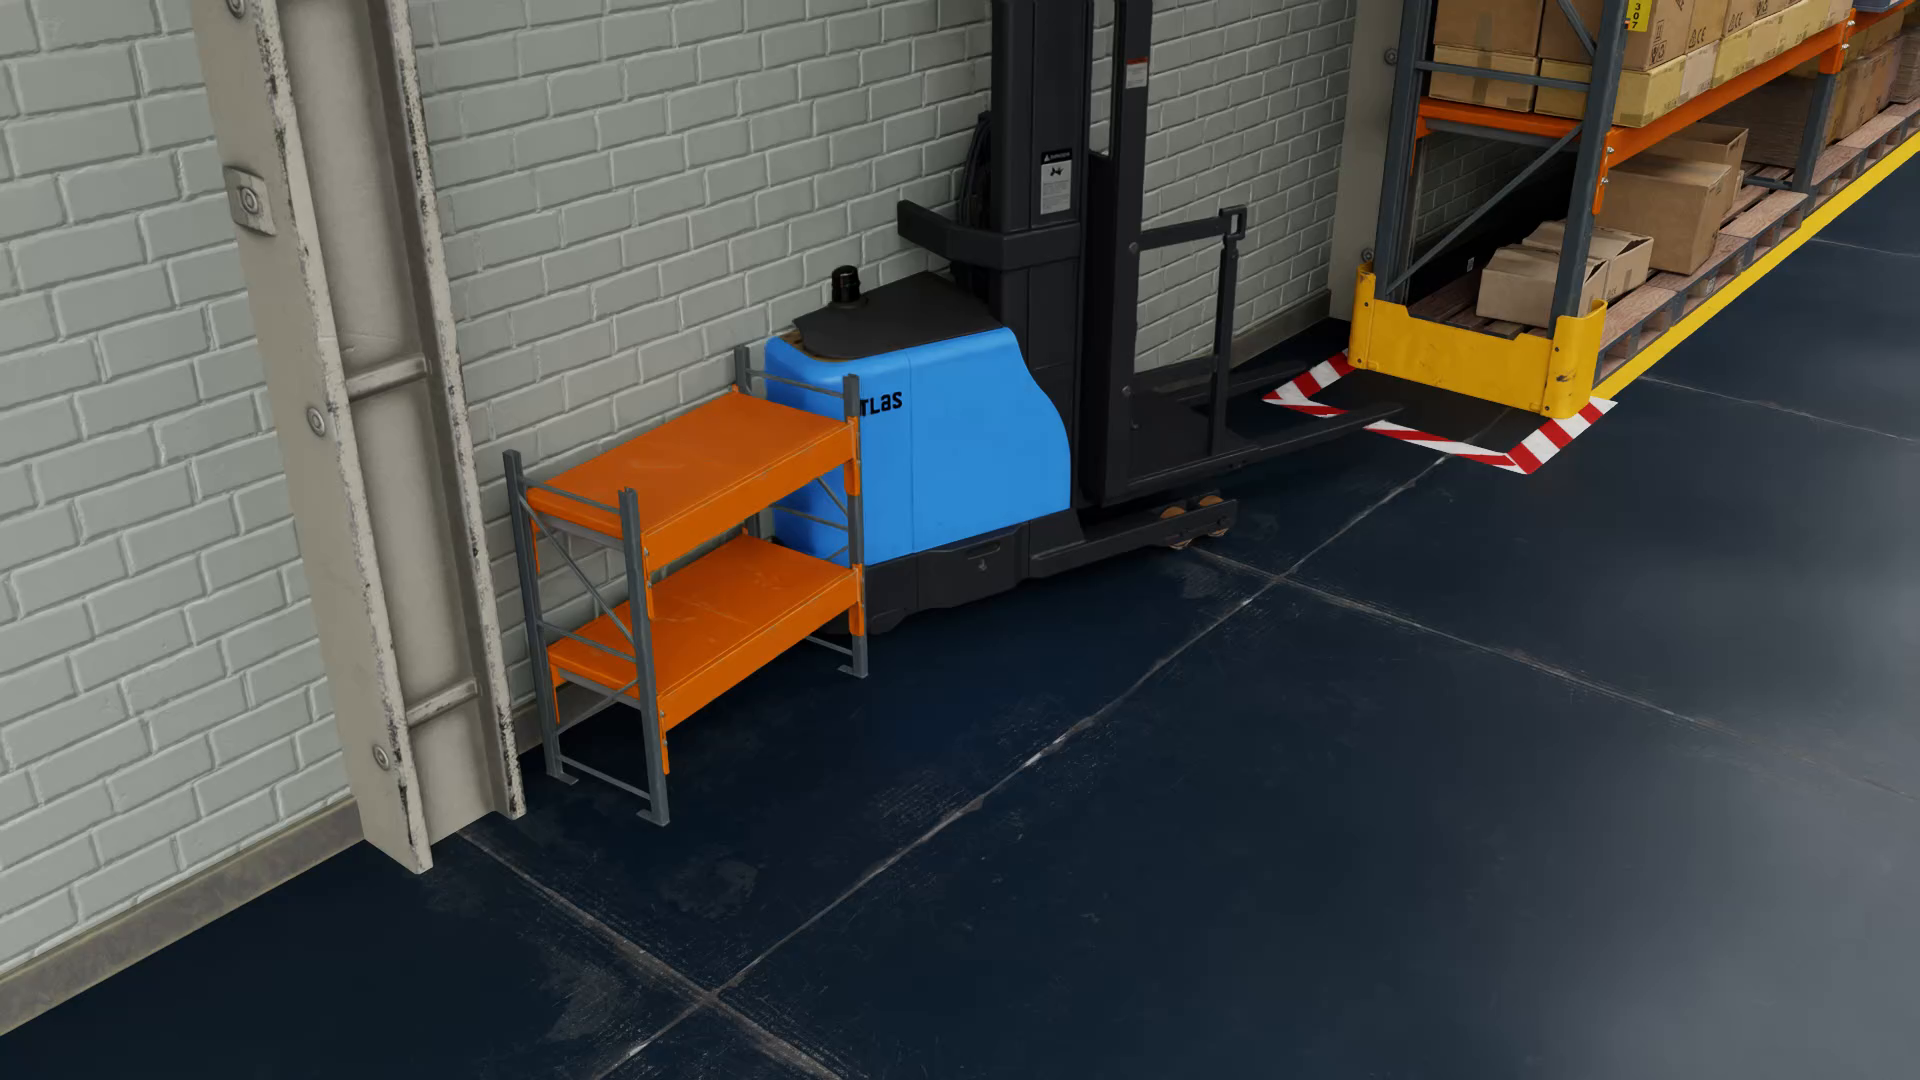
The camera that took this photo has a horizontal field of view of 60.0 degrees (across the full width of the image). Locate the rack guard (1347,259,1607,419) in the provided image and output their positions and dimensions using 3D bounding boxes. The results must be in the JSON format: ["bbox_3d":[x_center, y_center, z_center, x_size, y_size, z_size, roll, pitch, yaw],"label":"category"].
[{"bbox_3d":[2.510,-1.012,8.162,1.175,0.500,0.348,21,34,34],"label":"rack guard"}]

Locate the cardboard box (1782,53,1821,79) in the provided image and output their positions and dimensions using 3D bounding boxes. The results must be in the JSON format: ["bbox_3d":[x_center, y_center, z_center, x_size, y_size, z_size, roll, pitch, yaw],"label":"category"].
[{"bbox_3d":[5.739,-3.354,11.395,0.500,0.250,0.500,20,33,33],"label":"cardboard box"}]

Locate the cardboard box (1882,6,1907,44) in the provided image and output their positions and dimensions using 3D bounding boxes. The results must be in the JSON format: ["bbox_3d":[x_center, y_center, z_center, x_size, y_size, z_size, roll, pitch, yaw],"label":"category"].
[{"bbox_3d":[6.722,-3.895,12.441,0.500,0.250,0.500,21,34,35],"label":"cardboard box"}]

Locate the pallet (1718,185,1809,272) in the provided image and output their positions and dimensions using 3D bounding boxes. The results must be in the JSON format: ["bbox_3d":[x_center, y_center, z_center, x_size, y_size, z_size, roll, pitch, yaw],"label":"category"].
[{"bbox_3d":[4.606,-2.026,10.437,1.003,0.211,1.213,21,34,34],"label":"pallet"}]

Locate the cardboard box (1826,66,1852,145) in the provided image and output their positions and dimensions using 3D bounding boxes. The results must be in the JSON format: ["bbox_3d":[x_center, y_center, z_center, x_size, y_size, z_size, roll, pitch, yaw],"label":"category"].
[{"bbox_3d":[5.752,-3.062,11.646,0.700,0.500,0.500,20,33,33],"label":"cardboard box"}]

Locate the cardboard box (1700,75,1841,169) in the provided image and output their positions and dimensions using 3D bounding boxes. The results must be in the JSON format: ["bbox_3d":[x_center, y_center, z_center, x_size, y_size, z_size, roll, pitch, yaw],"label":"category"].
[{"bbox_3d":[5.462,-2.864,11.264,0.700,0.500,0.500,22,35,36],"label":"cardboard box"}]

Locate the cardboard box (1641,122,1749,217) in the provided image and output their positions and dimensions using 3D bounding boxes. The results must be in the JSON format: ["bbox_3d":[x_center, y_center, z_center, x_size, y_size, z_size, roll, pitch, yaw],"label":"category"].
[{"bbox_3d":[4.377,-2.219,10.016,0.500,0.500,0.500,18,32,31],"label":"cardboard box"}]

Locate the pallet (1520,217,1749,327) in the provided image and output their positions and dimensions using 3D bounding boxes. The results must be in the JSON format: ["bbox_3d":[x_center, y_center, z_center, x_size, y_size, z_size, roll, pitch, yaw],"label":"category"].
[{"bbox_3d":[3.831,-1.592,9.597,1.003,0.211,1.213,21,34,34],"label":"pallet"}]

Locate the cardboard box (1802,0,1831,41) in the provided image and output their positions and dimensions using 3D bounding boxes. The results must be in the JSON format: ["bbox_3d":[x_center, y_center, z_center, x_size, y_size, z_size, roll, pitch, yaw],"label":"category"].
[{"bbox_3d":[4.616,-3.025,9.474,0.500,0.250,0.500,21,34,35],"label":"cardboard box"}]

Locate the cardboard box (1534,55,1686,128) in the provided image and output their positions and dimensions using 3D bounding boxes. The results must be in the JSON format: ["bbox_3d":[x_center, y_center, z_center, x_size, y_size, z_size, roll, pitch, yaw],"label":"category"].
[{"bbox_3d":[3.018,-2.117,7.720,0.500,0.250,0.500,20,33,33],"label":"cardboard box"}]

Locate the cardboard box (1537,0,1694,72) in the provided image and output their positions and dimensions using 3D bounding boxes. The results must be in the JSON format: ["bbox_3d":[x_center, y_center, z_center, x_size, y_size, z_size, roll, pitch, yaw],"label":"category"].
[{"bbox_3d":[2.998,-2.452,7.550,0.500,0.500,0.500,21,34,34],"label":"cardboard box"}]

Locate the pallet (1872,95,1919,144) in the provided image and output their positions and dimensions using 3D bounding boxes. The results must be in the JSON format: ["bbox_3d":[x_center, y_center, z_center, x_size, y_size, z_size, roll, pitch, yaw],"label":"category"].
[{"bbox_3d":[7.052,-3.416,13.124,1.003,0.211,1.213,21,34,34],"label":"pallet"}]

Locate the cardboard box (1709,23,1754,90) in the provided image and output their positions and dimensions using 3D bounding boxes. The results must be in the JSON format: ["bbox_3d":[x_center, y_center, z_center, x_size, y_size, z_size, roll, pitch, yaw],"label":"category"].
[{"bbox_3d":[3.665,-2.485,8.430,0.500,0.250,0.500,20,34,34],"label":"cardboard box"}]

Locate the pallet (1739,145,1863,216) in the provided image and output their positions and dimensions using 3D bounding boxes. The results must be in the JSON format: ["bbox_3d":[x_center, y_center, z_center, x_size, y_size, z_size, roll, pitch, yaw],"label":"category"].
[{"bbox_3d":[5.500,-2.551,11.452,1.003,0.211,1.213,21,34,34],"label":"pallet"}]

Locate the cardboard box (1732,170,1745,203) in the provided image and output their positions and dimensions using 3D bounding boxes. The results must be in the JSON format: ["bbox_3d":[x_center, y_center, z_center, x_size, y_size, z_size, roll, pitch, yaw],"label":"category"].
[{"bbox_3d":[4.689,-2.252,10.443,0.380,0.166,0.250,16,31,28],"label":"cardboard box"}]

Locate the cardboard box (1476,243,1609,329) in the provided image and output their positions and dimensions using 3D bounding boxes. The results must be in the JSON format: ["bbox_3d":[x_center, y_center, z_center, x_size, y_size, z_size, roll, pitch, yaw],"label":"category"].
[{"bbox_3d":[2.972,-1.315,8.475,0.500,0.311,0.500,17,32,29],"label":"cardboard box"}]

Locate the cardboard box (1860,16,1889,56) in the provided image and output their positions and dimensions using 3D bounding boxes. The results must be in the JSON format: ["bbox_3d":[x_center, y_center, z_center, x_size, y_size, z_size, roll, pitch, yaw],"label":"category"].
[{"bbox_3d":[6.399,-3.712,12.085,0.500,0.250,0.500,21,34,34],"label":"cardboard box"}]

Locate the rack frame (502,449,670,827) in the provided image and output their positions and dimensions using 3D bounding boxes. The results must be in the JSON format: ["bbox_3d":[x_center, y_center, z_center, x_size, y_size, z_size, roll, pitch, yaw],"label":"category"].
[{"bbox_3d":[-1.103,0.305,4.936,0.500,1.125,0.032,17,32,30],"label":"rack frame"}]

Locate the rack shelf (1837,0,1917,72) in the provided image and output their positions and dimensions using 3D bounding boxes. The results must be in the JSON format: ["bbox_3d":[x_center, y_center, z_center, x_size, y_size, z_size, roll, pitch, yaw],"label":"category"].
[{"bbox_3d":[6.279,-3.903,11.813,1.077,0.370,4.000,21,34,34],"label":"rack shelf"}]

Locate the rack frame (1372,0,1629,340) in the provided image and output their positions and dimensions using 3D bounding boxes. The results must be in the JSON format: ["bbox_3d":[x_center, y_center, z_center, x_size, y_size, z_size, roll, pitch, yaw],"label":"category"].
[{"bbox_3d":[2.462,-2.095,7.535,1.000,3.000,0.127,21,34,34],"label":"rack frame"}]

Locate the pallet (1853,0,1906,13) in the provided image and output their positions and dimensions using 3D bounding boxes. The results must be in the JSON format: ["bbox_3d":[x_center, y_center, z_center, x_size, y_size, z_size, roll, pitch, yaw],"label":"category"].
[{"bbox_3d":[5.605,-3.656,10.762,1.003,0.211,1.213,21,34,34],"label":"pallet"}]

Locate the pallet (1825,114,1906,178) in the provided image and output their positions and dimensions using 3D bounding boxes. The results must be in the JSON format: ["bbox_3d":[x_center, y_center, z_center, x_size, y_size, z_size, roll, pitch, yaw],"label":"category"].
[{"bbox_3d":[6.276,-2.986,12.292,1.003,0.211,1.213,21,34,34],"label":"pallet"}]

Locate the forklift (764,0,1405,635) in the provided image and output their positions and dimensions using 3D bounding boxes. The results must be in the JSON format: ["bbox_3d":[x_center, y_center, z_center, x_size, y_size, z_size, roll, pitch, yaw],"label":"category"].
[{"bbox_3d":[0.527,-1.455,6.373,3.031,2.935,1.130,-16,31,-28],"label":"forklift"}]

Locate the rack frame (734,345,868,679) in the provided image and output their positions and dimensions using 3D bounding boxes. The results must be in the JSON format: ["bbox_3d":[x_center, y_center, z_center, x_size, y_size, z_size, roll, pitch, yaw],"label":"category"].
[{"bbox_3d":[-0.538,-0.084,5.687,0.500,1.125,0.032,17,32,30],"label":"rack frame"}]

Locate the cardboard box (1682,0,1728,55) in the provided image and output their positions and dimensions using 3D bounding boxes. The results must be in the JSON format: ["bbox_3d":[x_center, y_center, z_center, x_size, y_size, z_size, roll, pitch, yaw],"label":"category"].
[{"bbox_3d":[3.320,-2.624,7.883,0.500,0.500,0.500,21,34,35],"label":"cardboard box"}]

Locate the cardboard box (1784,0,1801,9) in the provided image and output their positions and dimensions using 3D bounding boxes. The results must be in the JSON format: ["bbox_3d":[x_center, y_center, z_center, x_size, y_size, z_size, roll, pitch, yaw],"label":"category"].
[{"bbox_3d":[4.303,-3.177,8.951,0.500,0.500,0.500,20,33,33],"label":"cardboard box"}]

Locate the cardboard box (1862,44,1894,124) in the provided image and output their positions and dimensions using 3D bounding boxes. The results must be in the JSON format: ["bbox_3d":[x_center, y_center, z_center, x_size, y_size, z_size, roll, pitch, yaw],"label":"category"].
[{"bbox_3d":[6.421,-3.413,12.324,0.700,0.500,0.500,21,34,34],"label":"cardboard box"}]

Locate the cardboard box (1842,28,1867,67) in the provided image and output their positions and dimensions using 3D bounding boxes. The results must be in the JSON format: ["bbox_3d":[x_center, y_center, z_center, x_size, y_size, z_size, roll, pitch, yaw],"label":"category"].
[{"bbox_3d":[6.067,-3.540,11.754,0.500,0.250,0.500,20,33,33],"label":"cardboard box"}]

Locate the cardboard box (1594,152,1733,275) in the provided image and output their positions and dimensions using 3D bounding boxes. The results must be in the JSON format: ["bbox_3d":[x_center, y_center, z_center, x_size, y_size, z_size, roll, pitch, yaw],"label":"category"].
[{"bbox_3d":[3.839,-1.847,9.297,0.700,0.500,0.500,18,33,31],"label":"cardboard box"}]

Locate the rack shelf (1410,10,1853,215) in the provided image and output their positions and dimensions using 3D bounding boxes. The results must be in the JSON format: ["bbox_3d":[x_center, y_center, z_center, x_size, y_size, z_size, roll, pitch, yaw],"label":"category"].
[{"bbox_3d":[3.734,-2.485,9.071,1.077,0.370,4.000,21,34,34],"label":"rack shelf"}]

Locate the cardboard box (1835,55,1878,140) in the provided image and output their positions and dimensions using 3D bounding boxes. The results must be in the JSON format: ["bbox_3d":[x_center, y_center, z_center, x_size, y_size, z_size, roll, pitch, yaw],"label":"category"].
[{"bbox_3d":[6.107,-3.231,11.973,0.700,0.500,0.500,21,34,35],"label":"cardboard box"}]

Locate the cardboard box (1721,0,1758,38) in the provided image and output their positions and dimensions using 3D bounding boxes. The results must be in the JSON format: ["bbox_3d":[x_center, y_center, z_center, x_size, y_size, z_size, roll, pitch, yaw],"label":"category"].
[{"bbox_3d":[3.653,-2.805,8.234,0.500,0.500,0.500,19,33,33],"label":"cardboard box"}]

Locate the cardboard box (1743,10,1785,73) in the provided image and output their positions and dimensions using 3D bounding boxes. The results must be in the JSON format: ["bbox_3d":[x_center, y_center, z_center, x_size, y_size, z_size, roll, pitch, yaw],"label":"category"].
[{"bbox_3d":[3.989,-2.663,8.775,0.500,0.250,0.500,21,34,35],"label":"cardboard box"}]

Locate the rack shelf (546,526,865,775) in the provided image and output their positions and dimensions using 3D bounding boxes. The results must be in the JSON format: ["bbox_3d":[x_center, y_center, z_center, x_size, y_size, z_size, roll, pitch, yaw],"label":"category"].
[{"bbox_3d":[-0.821,0.328,5.424,0.538,0.278,1.000,17,32,30],"label":"rack shelf"}]

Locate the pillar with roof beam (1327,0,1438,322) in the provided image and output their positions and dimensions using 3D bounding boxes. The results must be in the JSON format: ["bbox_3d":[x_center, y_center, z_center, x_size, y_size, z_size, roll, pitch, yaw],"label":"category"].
[{"bbox_3d":[5.562,-4.002,4.693,9.100,9.000,0.400,21,34,34],"label":"pillar with roof beam"}]

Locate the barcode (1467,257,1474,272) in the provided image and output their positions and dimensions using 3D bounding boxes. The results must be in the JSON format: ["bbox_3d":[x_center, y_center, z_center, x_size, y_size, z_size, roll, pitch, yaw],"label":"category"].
[{"bbox_3d":[2.675,-1.443,8.712,0.001,0.075,0.075,21,34,34],"label":"barcode"}]

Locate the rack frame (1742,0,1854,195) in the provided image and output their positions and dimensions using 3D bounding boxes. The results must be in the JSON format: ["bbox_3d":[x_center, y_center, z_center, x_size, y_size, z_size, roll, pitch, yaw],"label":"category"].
[{"bbox_3d":[5.006,-3.513,10.277,1.000,3.000,0.127,21,34,34],"label":"rack frame"}]

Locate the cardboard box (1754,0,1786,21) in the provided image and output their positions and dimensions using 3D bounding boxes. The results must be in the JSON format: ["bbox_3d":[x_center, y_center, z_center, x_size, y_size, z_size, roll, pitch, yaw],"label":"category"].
[{"bbox_3d":[3.972,-2.992,8.594,0.500,0.500,0.500,22,35,36],"label":"cardboard box"}]

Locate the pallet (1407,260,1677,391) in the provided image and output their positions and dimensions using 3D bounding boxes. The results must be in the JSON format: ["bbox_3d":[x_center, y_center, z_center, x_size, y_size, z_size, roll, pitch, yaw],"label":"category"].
[{"bbox_3d":[3.054,-1.161,8.765,1.003,0.211,1.213,21,34,34],"label":"pallet"}]

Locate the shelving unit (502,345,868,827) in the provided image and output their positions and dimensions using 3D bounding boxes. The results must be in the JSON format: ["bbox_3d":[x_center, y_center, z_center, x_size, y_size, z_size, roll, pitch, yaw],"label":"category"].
[{"bbox_3d":[-0.821,0.111,5.312,0.538,1.125,1.048,17,32,30],"label":"shelving unit"}]

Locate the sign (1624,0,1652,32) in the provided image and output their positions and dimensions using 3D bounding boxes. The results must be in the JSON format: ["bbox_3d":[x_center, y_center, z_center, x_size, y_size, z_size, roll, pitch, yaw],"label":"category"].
[{"bbox_3d":[2.881,-2.321,7.030,0.100,0.325,0.005,21,34,34],"label":"sign"}]

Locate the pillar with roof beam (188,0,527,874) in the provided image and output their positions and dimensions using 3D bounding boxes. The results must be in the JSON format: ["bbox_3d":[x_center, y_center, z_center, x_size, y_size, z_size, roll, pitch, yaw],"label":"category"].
[{"bbox_3d":[1.745,-1.875,0.581,9.100,9.000,0.400,21,34,34],"label":"pillar with roof beam"}]

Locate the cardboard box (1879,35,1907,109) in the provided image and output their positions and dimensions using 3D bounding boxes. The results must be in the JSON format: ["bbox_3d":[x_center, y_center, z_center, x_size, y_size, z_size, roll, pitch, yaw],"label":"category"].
[{"bbox_3d":[6.716,-3.597,12.681,0.700,0.500,0.500,21,34,34],"label":"cardboard box"}]

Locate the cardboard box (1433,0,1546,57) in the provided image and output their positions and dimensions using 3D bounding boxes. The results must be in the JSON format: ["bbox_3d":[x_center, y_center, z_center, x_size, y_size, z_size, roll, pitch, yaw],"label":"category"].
[{"bbox_3d":[2.598,-2.600,7.836,0.500,0.500,0.500,20,34,34],"label":"cardboard box"}]

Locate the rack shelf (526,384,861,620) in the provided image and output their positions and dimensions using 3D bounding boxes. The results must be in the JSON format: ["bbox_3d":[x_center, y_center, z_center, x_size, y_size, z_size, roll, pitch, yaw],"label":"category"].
[{"bbox_3d":[-0.821,-0.149,5.177,0.538,0.278,1.000,17,32,30],"label":"rack shelf"}]

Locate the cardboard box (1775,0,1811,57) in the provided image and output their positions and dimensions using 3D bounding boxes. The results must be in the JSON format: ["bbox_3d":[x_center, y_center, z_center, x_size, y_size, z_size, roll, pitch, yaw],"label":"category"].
[{"bbox_3d":[4.308,-2.842,9.120,0.500,0.250,0.500,21,34,34],"label":"cardboard box"}]

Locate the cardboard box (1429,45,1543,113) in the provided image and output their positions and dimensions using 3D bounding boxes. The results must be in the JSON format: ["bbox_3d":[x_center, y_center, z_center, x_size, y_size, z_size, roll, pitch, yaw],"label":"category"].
[{"bbox_3d":[2.610,-2.260,7.995,0.500,0.250,0.500,21,34,35],"label":"cardboard box"}]

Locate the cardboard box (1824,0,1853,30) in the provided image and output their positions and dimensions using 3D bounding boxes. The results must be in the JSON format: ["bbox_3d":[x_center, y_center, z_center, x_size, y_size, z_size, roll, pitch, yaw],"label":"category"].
[{"bbox_3d":[4.939,-3.199,9.811,0.500,0.250,0.500,21,34,35],"label":"cardboard box"}]

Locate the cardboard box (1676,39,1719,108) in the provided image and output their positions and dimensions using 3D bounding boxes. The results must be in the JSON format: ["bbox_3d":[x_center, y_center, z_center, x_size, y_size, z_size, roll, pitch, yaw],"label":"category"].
[{"bbox_3d":[3.337,-2.306,8.084,0.500,0.250,0.500,20,33,33],"label":"cardboard box"}]

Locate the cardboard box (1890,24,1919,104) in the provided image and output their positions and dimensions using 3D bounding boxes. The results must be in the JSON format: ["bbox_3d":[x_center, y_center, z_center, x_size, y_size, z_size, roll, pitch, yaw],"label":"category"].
[{"bbox_3d":[7.133,-3.746,12.968,0.700,0.500,0.500,21,34,35],"label":"cardboard box"}]

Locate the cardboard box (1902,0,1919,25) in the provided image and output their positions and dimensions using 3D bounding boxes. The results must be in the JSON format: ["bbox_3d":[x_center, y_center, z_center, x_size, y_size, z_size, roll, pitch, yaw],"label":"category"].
[{"bbox_3d":[8.120,-4.386,13.845,0.750,0.750,0.750,20,34,34],"label":"cardboard box"}]

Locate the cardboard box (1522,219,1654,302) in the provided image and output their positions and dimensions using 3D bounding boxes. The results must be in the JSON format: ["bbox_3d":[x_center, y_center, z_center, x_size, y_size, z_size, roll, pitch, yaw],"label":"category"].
[{"bbox_3d":[3.334,-1.517,8.866,0.500,0.311,0.500,24,36,38],"label":"cardboard box"}]
